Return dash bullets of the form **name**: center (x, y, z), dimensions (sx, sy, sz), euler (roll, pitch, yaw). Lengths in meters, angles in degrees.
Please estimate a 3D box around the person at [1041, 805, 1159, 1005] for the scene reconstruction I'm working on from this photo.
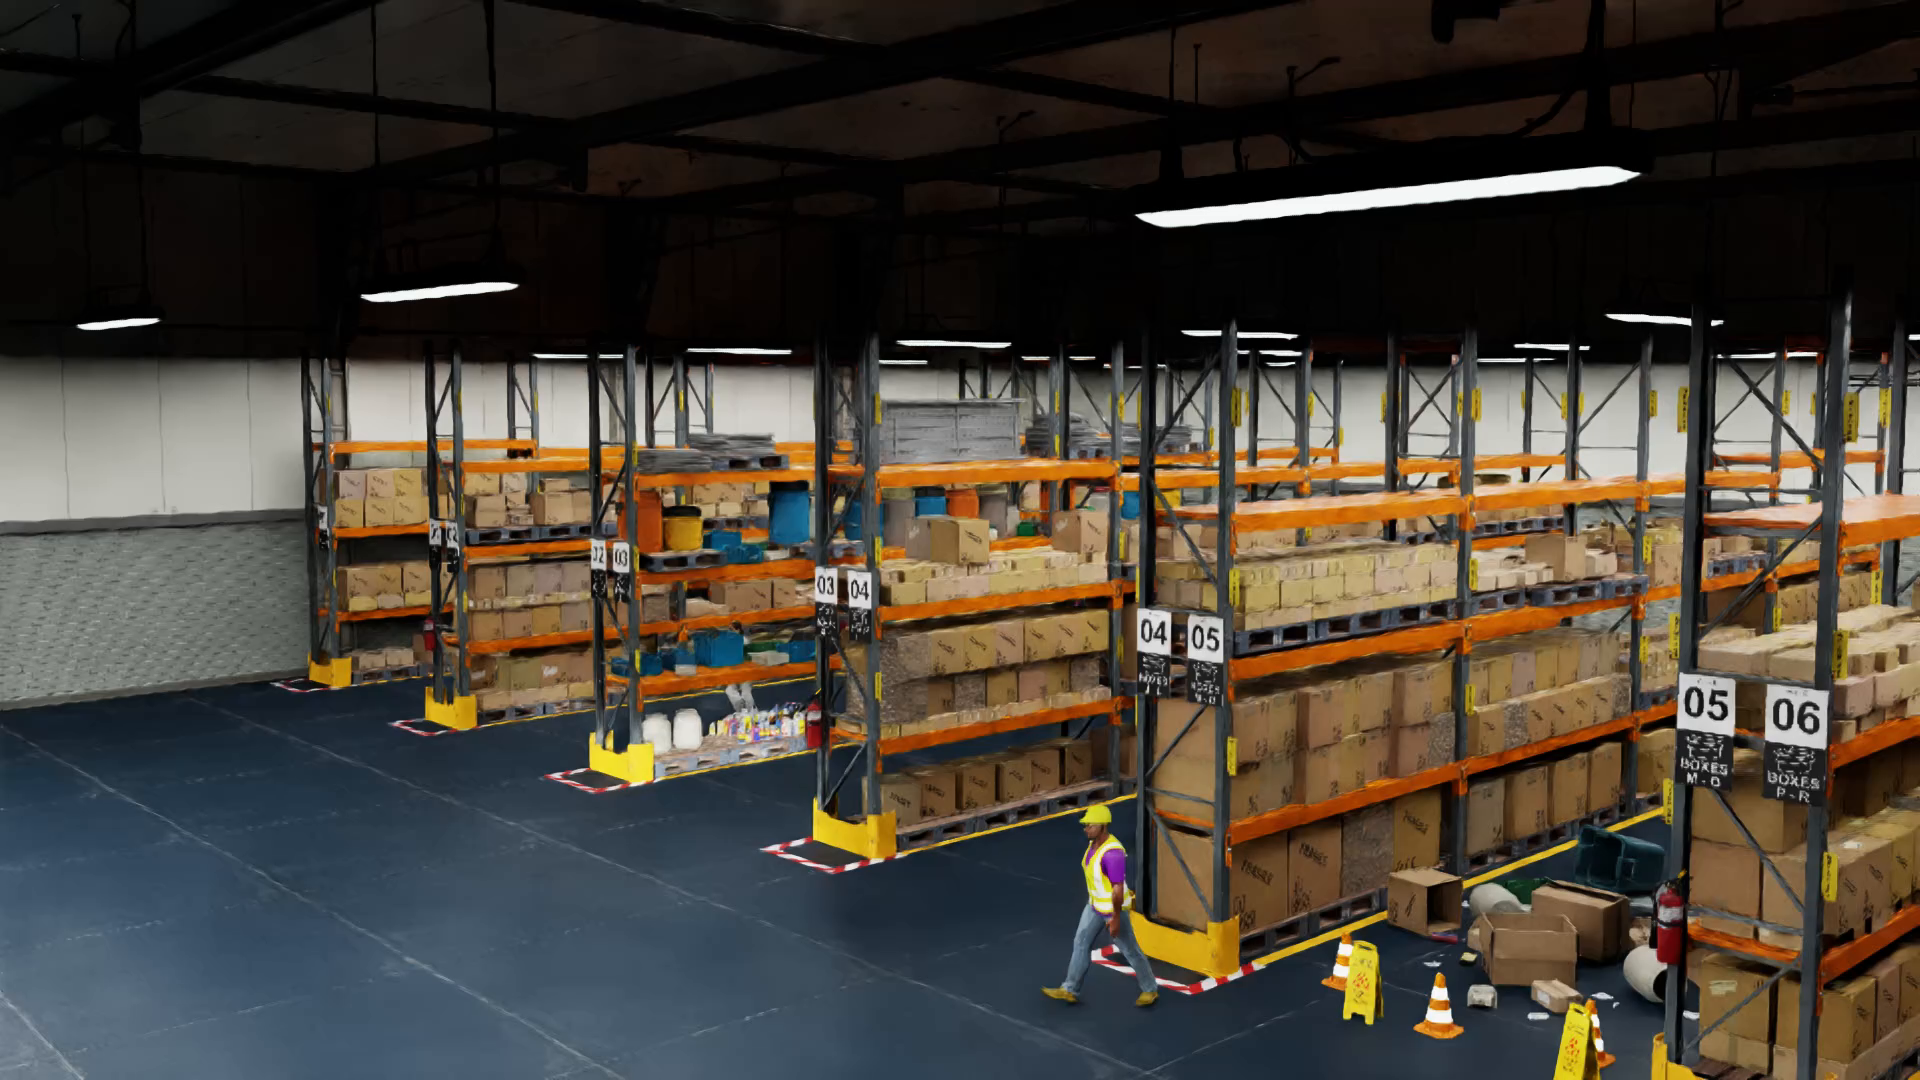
- **person**: center (1.208, 3.080, 14.019), dimensions (0.959, 1.723, 0.616), euler (-2, 5, -19)

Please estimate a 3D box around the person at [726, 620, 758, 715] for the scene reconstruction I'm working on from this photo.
- **person**: center (-3.448, 2.057, 26.245), dimensions (0.580, 1.619, 0.506), euler (5, 7, 45)
